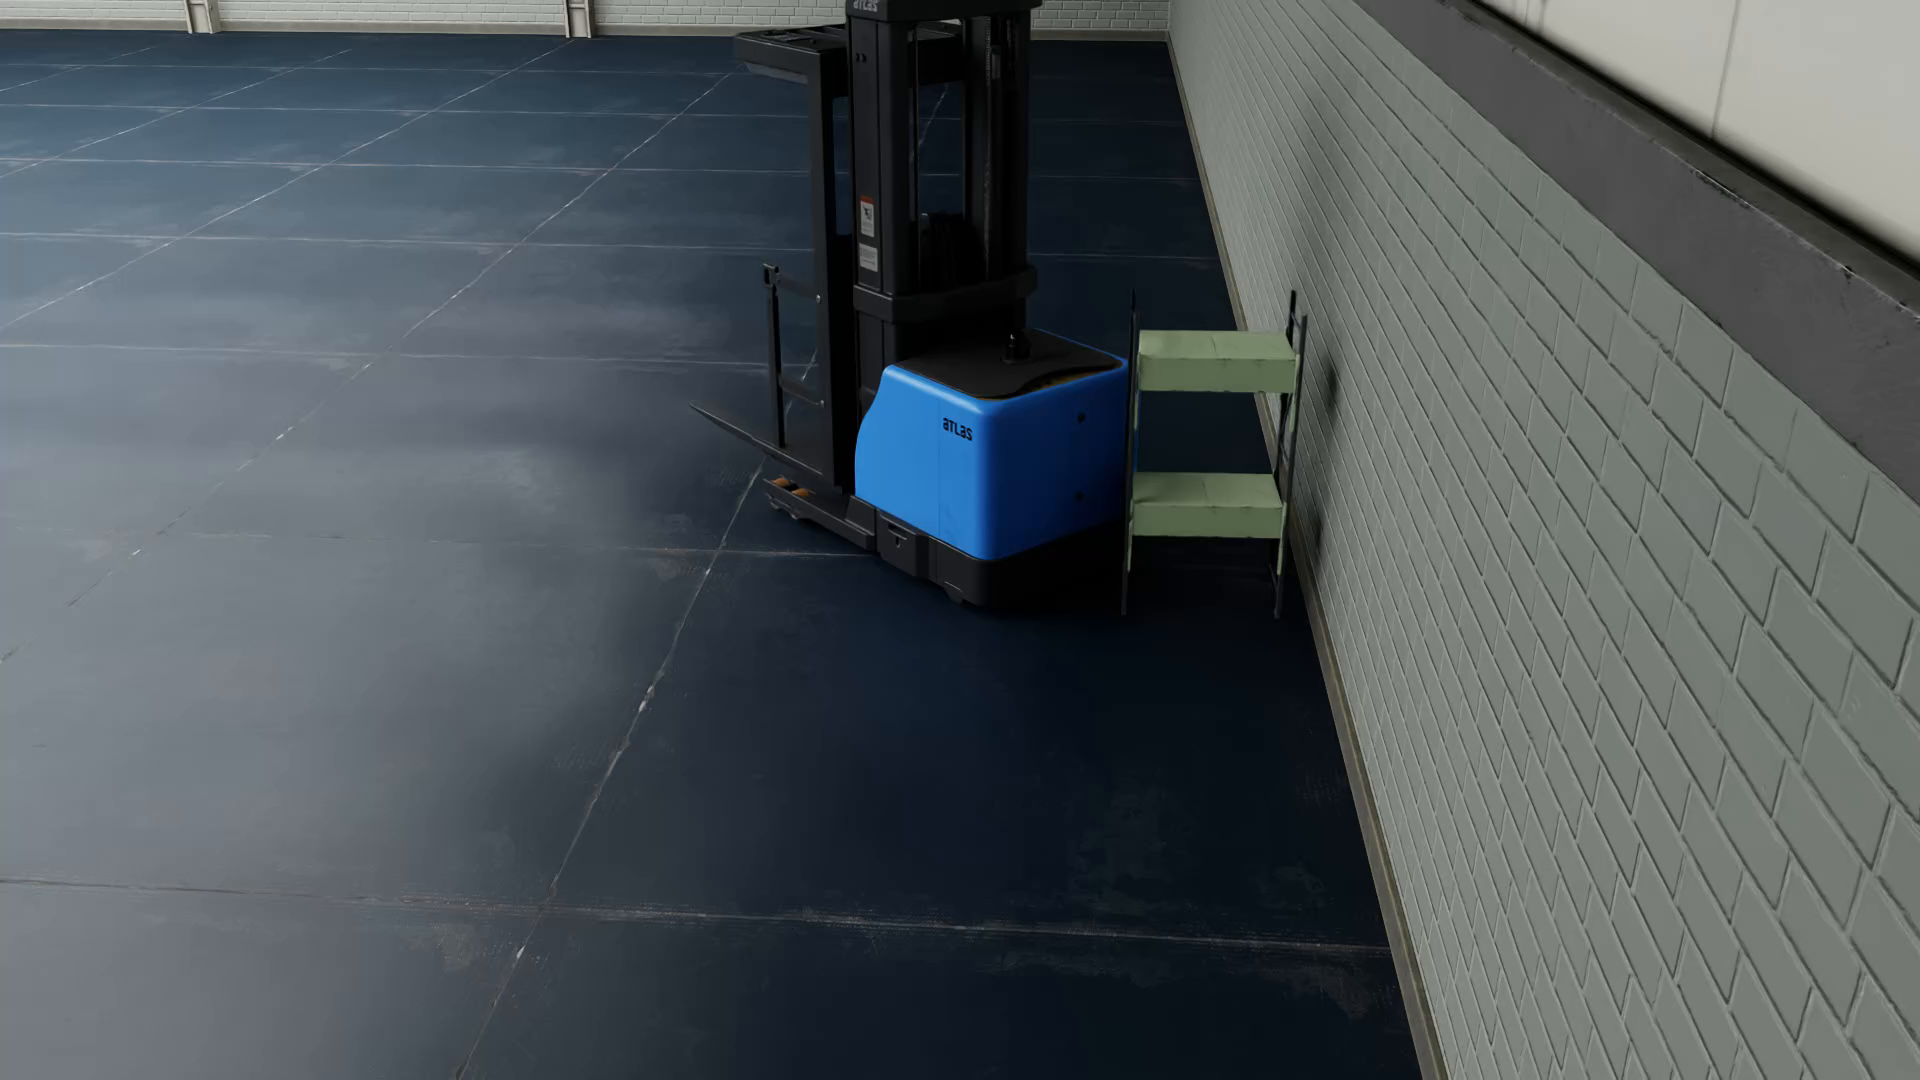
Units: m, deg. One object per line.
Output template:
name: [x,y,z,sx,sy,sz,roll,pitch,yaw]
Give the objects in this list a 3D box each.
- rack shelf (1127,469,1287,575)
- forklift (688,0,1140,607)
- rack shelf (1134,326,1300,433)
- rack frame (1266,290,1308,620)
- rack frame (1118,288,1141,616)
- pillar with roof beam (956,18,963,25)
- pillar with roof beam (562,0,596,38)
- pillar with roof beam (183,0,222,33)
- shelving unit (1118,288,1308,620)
rack shelf: [1.160,-0.097,7.945,0.720,0.370,0.431,1,25,2]
forklift: [-0.426,-1.558,8.629,1.130,2.935,3.031,-19,31,-35]
rack shelf: [1.160,-0.747,7.646,0.720,0.370,0.431,1,25,2]
rack frame: [1.525,-0.386,7.793,0.023,1.500,0.400,1,25,2]
rack frame: [0.794,-0.400,7.825,0.023,1.500,0.400,1,25,2]
pillar with roof beam: [-0.184,-9.872,19.438,0.400,9.000,9.100,2,25,4]
pillar with roof beam: [-6.166,-10.064,19.856,0.400,9.000,9.100,2,25,4]
pillar with roof beam: [-12.148,-10.256,20.273,0.400,9.000,9.100,2,25,4]
shelving unit: [1.160,-0.393,7.809,0.755,1.500,0.431,1,25,2]
